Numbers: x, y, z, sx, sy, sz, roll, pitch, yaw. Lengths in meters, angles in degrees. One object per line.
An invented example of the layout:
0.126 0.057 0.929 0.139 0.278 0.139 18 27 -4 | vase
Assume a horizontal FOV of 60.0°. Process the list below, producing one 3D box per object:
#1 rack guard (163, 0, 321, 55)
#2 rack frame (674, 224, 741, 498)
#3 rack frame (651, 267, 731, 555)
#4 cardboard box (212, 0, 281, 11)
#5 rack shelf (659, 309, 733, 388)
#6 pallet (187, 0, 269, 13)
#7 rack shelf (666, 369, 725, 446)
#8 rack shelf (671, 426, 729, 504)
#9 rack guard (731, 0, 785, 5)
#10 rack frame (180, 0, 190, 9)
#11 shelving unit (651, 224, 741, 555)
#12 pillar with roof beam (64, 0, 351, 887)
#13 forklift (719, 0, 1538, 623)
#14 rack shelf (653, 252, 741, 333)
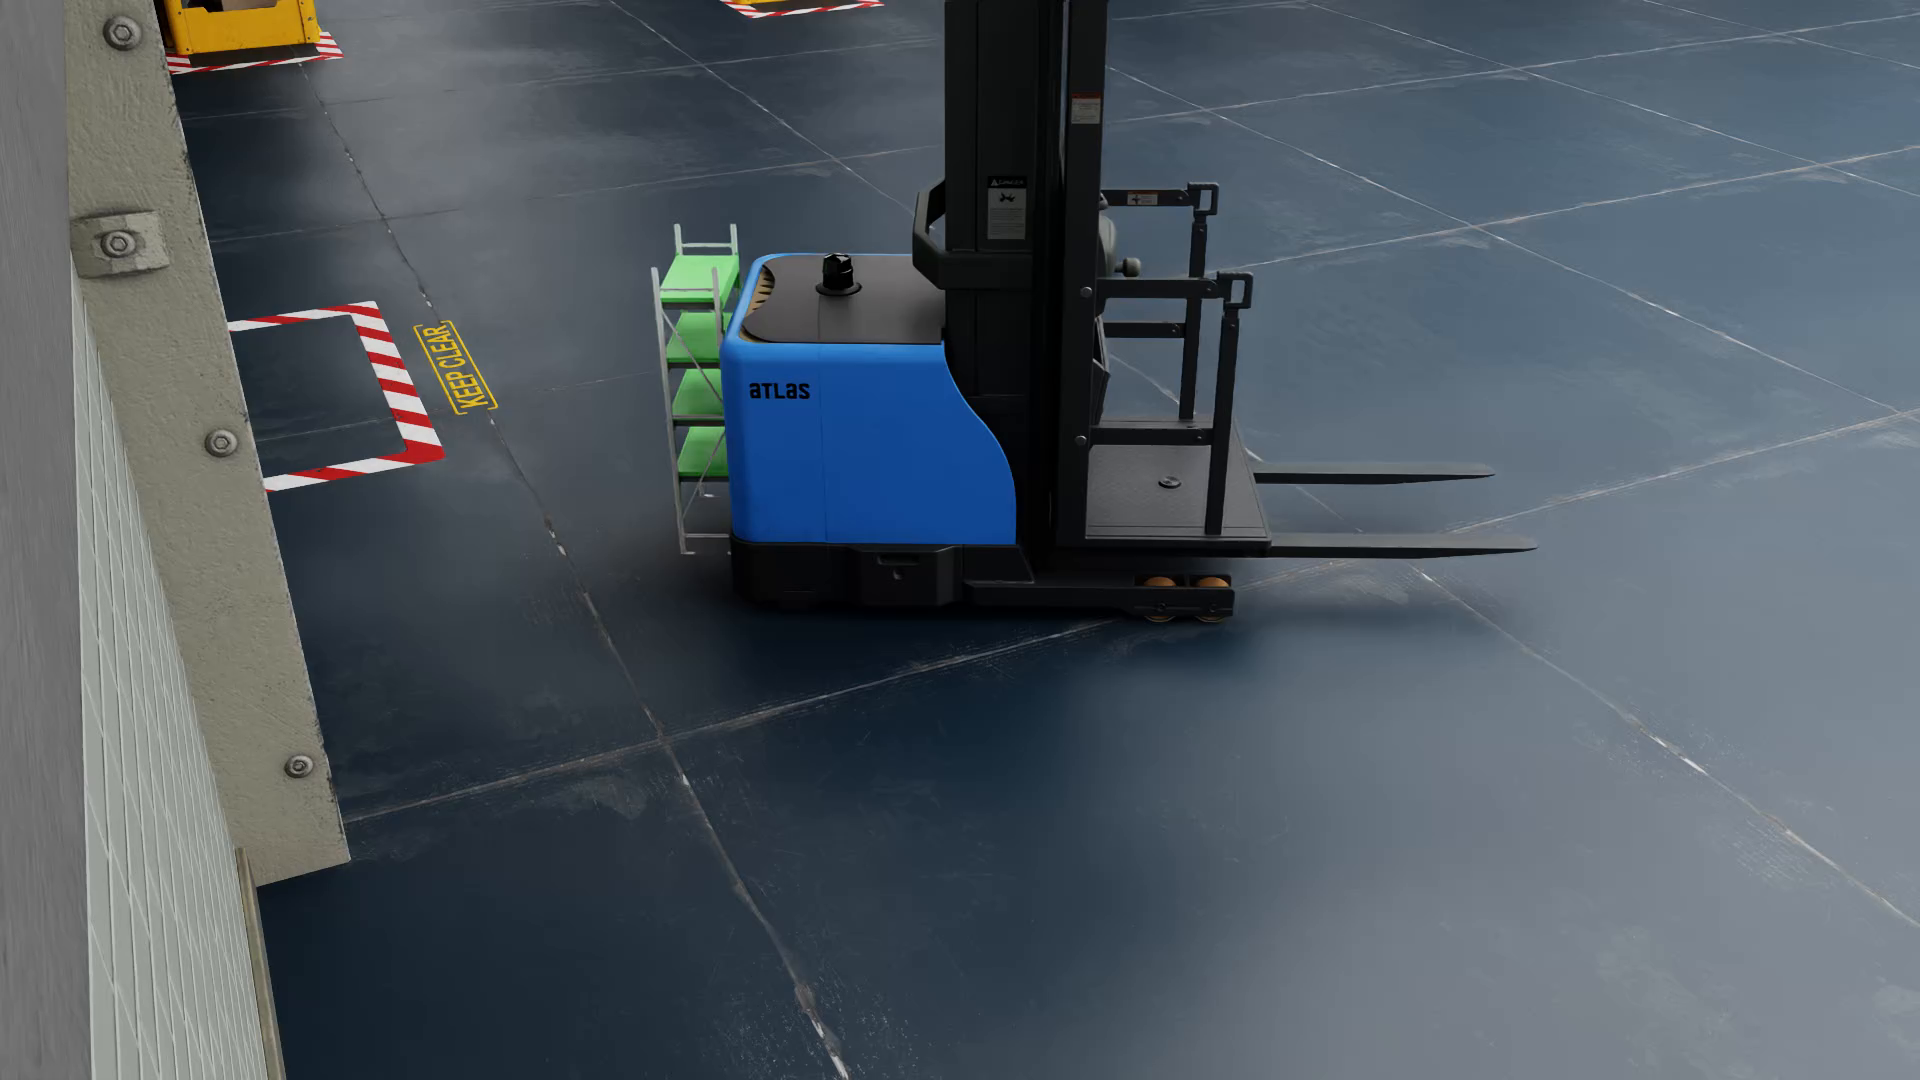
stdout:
-6.167 -4.511 14.283 1.175 0.500 0.348 -13 32 -22 | rack guard
-0.991 -0.707 6.782 0.240 1.200 0.015 0 29 1 | rack frame
-1.000 -0.469 6.357 0.240 1.200 0.015 0 29 1 | rack frame
-6.350 -4.911 14.741 0.500 0.311 0.500 -17 33 -28 | cardboard box
-0.997 -0.742 6.483 0.258 0.148 0.480 0 29 1 | rack shelf
-6.483 -4.751 15.007 1.003 0.211 1.213 -13 32 -22 | pallet
-0.995 -0.532 6.601 0.258 0.148 0.480 0 29 1 | rack shelf
-0.993 -0.323 6.718 0.258 0.148 0.480 0 29 1 | rack shelf
-1.651 -5.509 16.062 1.175 0.500 0.348 -13 32 -22 | rack guard
-6.134 -5.568 13.612 1.000 3.000 0.127 -13 32 -22 | rack frame
-0.996 -0.588 6.569 0.258 1.200 0.503 0 29 1 | shelving unit
1.824 -3.915 4.531 9.100 9.000 0.400 -13 32 -22 | pillar with roof beam
0.666 -1.234 5.954 3.031 2.935 1.130 1 29 1 | forklift
-0.999 -0.951 6.366 0.258 0.148 0.480 0 29 1 | rack shelf
